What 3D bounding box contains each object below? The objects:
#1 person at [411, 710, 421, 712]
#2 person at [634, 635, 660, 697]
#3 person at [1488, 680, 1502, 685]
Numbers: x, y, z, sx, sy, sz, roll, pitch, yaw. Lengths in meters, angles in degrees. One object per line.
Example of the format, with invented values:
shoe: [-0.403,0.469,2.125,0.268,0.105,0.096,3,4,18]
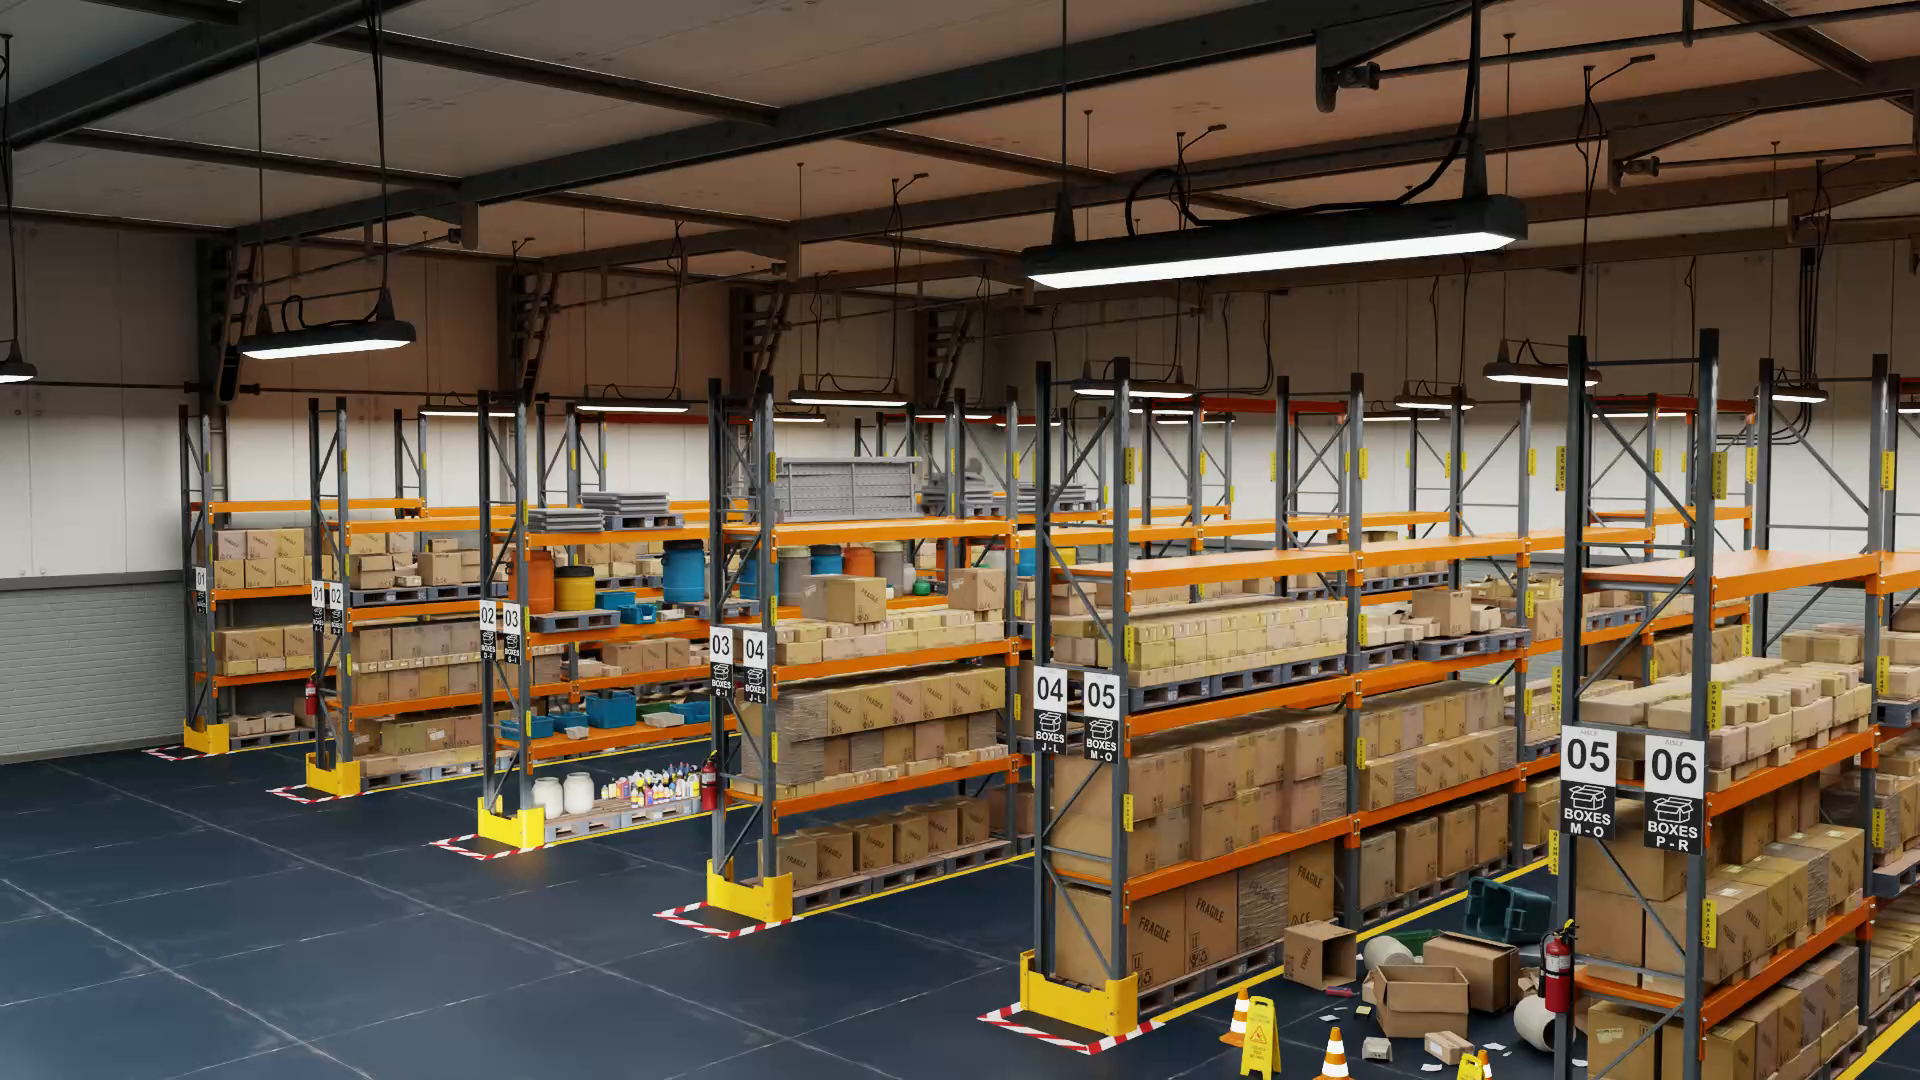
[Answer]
person: [-9.251,2.801,28.433,0.662,1.821,0.963,3,4,40]
person: [-6.144,2.624,32.659,0.578,1.691,0.792,2,4,32]
person: [8.150,2.979,25.213,0.705,1.744,0.701,-3,4,-40]
